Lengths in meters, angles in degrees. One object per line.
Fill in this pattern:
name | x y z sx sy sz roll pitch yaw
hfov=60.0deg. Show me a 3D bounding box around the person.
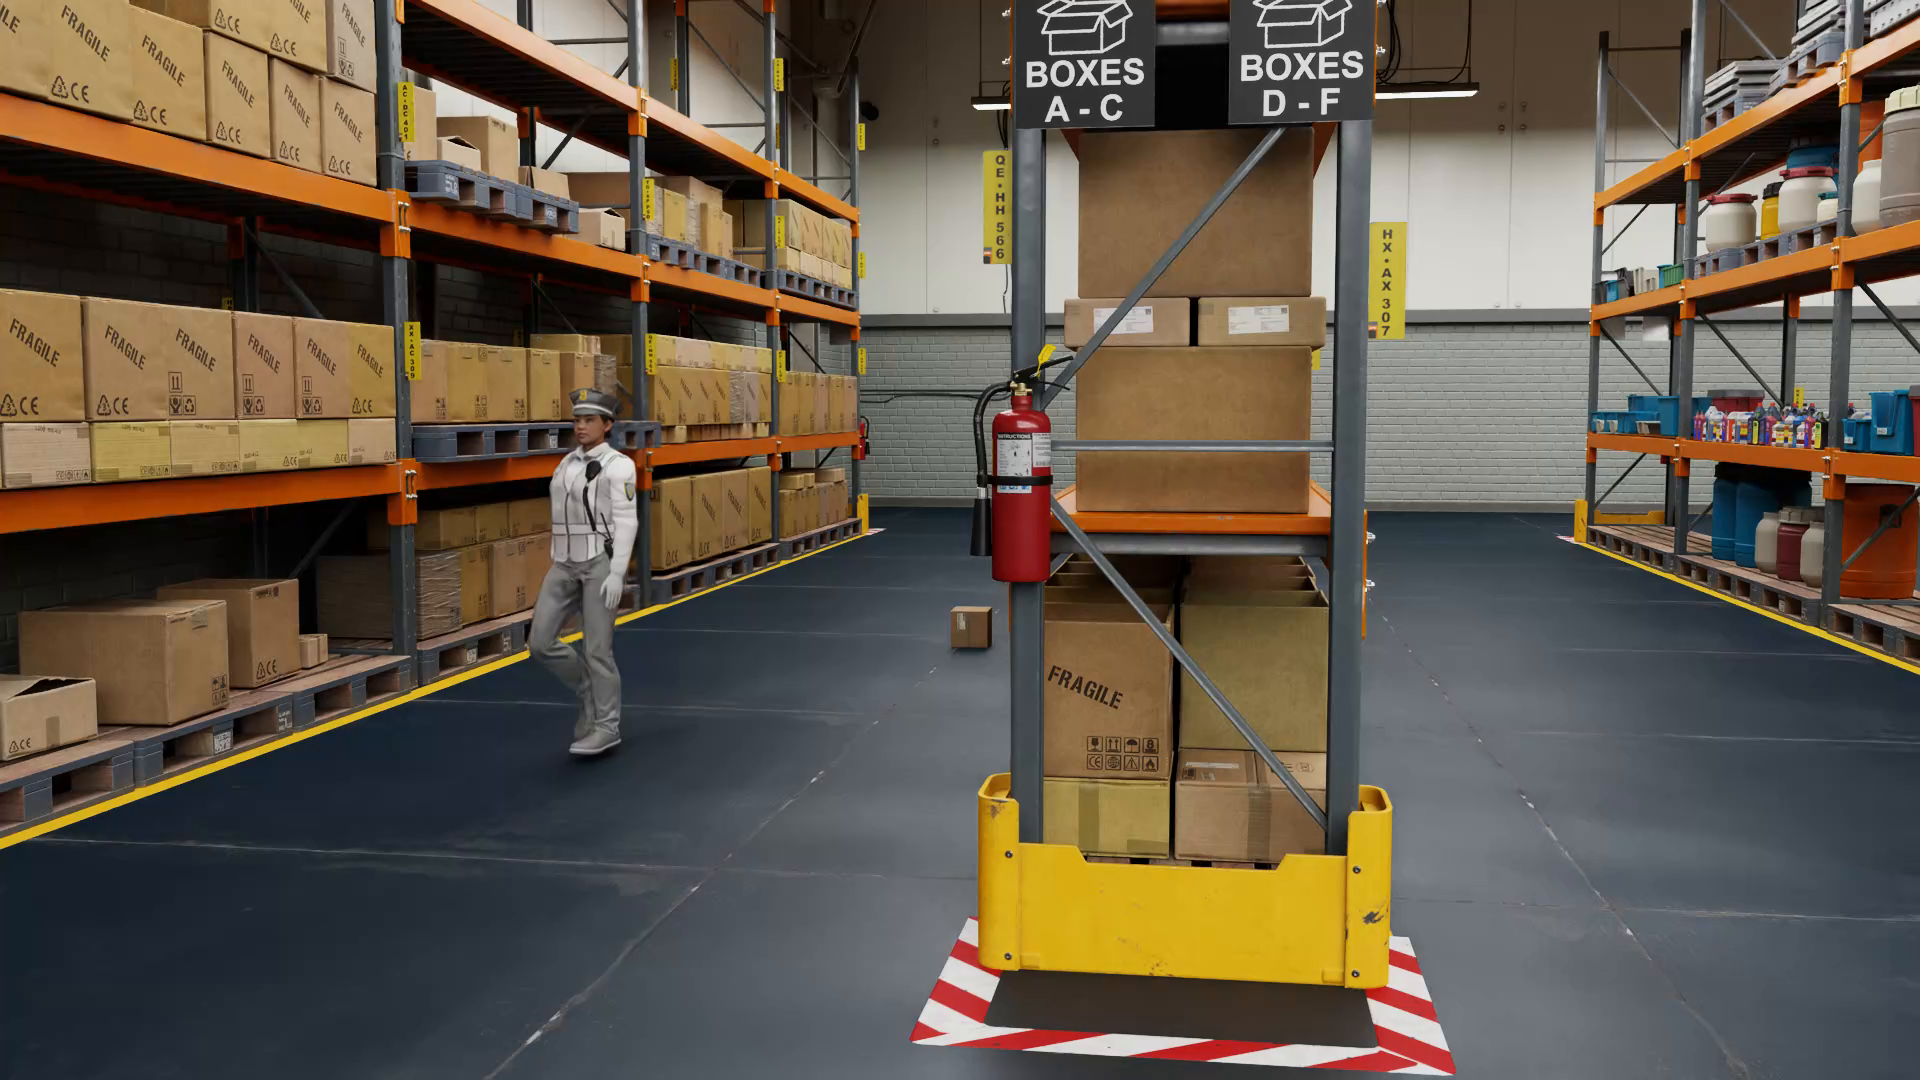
person | -1.725 0.140 7.679 0.501 1.683 0.448 3 5 32
